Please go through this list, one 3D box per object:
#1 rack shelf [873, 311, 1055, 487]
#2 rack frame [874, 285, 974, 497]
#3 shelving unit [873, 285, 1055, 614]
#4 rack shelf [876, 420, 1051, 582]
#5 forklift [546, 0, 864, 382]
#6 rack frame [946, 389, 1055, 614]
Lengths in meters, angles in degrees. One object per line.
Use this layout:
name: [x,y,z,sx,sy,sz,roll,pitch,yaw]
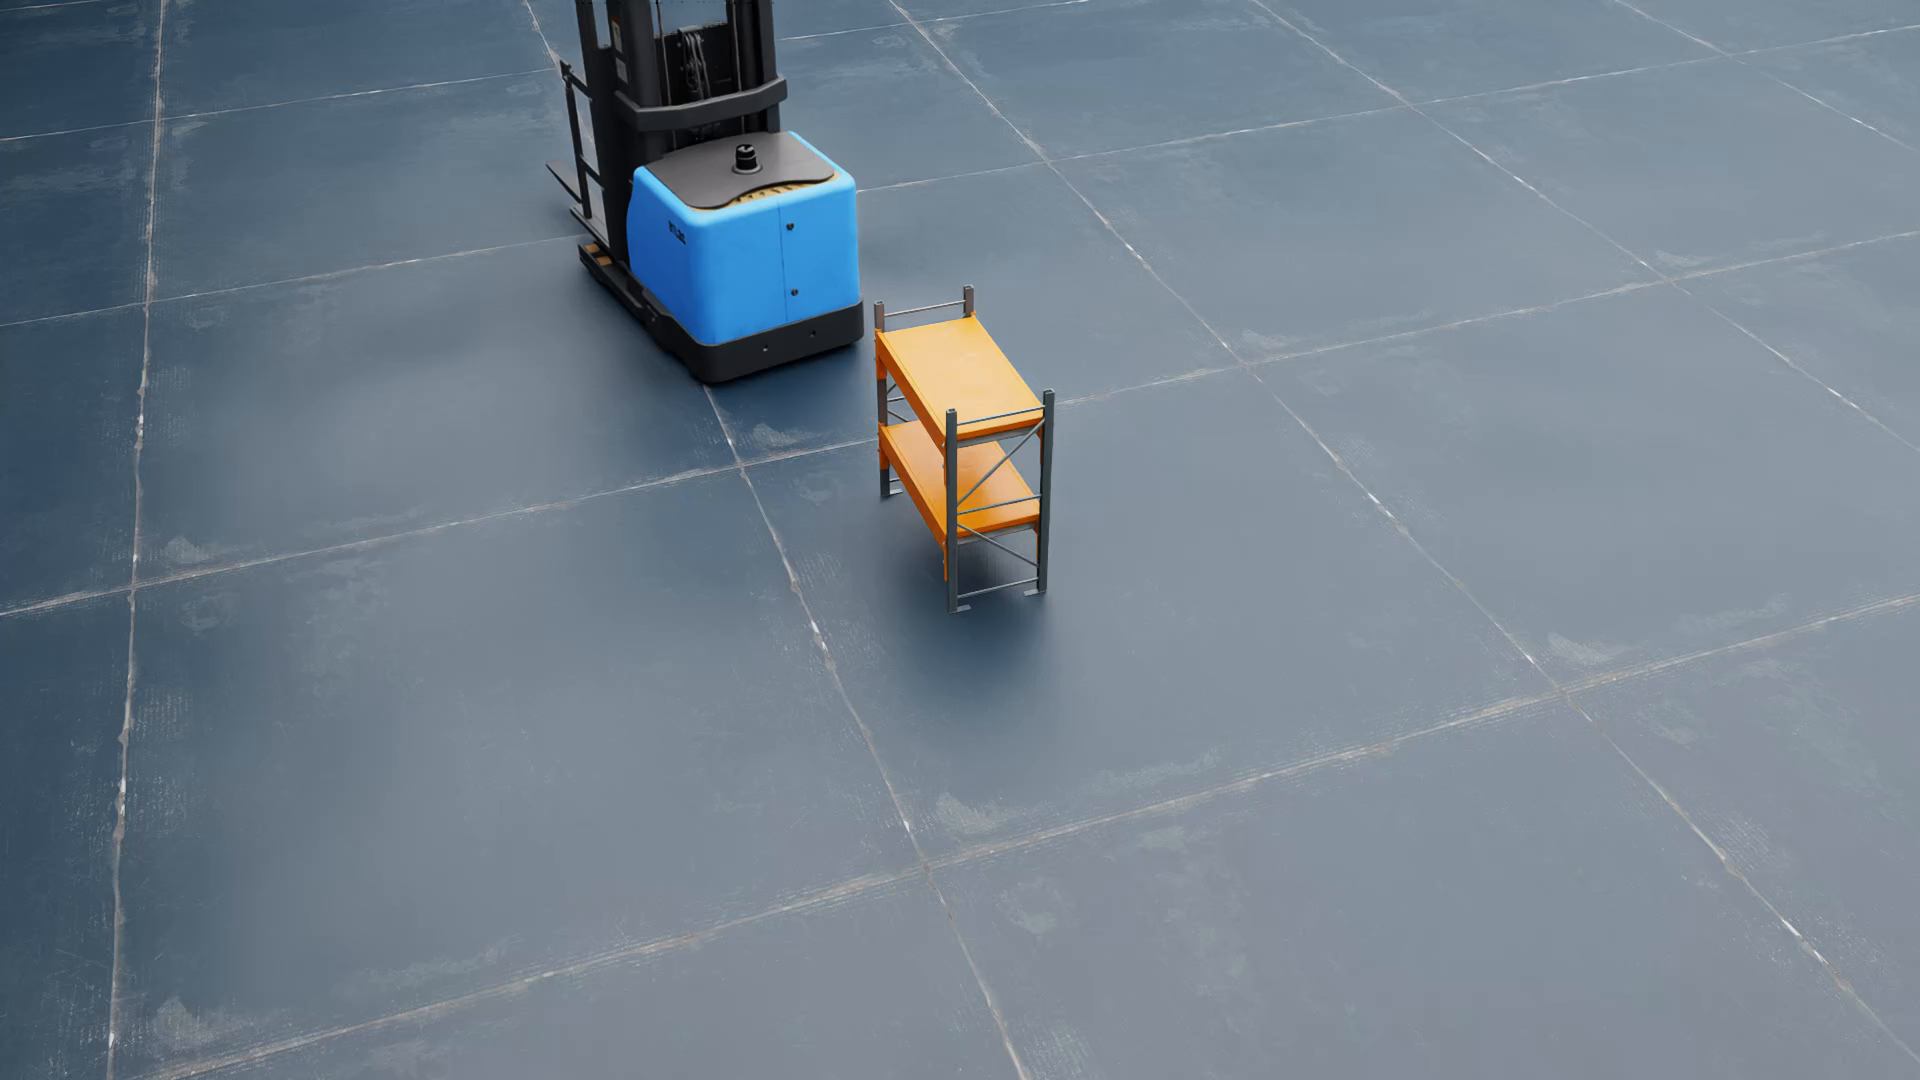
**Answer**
rack shelf: [0.002,-0.679,7.791,0.538,0.278,1.000,-12,39,-16]
rack frame: [-0.173,-0.733,8.348,0.500,1.125,0.032,-12,39,-16]
shelving unit: [0.002,-0.445,7.967,0.538,1.125,1.048,-12,39,-16]
rack shelf: [0.002,-0.250,8.114,0.538,0.278,1.000,-12,39,-16]
forklift: [-1.763,-2.918,9.748,1.130,2.935,3.031,-20,41,-25]
rack frame: [0.177,-0.158,7.586,0.500,1.125,0.032,-12,39,-16]
